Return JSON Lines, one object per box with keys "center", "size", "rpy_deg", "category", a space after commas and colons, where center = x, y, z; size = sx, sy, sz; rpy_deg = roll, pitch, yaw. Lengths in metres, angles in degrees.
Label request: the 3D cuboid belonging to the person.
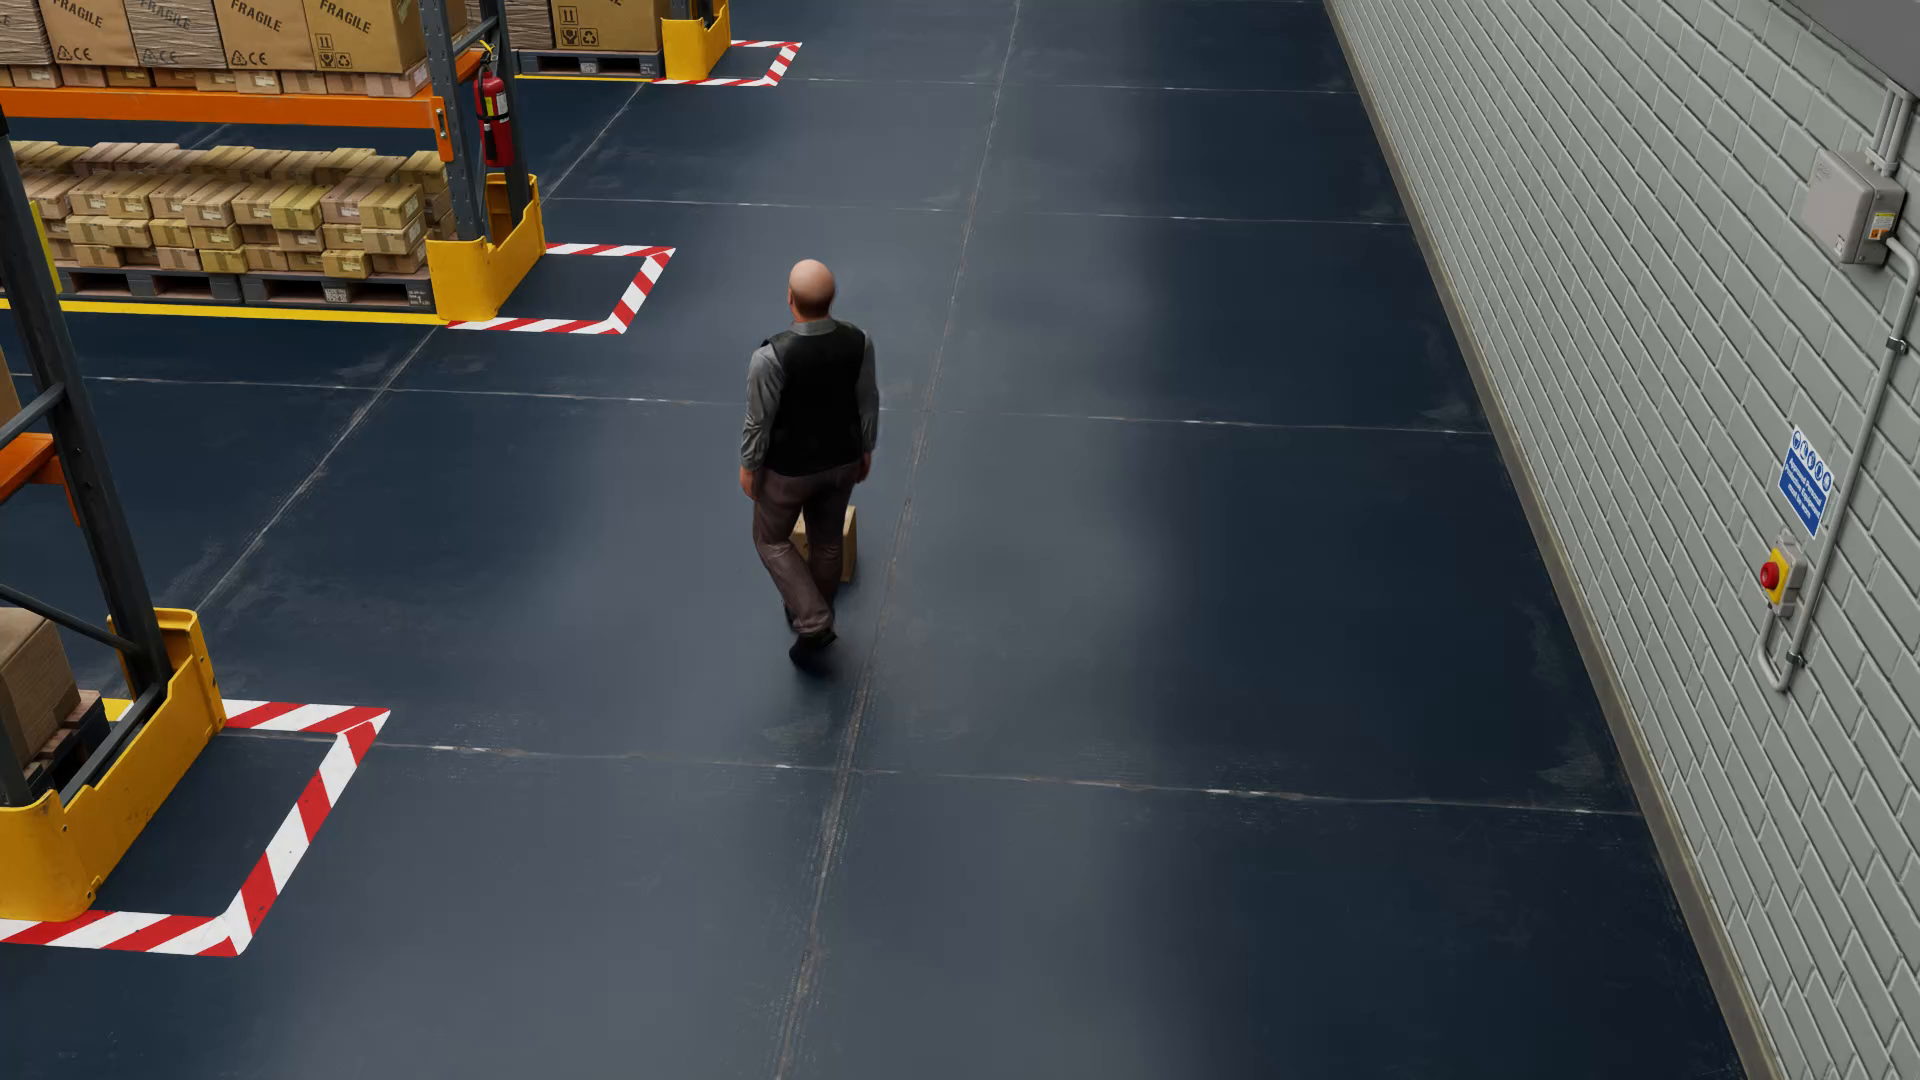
{"center": [-0.599, -0.304, 6.640], "size": [0.571, 1.723, 0.562], "rpy_deg": [-17, 36, -26], "category": "person"}
